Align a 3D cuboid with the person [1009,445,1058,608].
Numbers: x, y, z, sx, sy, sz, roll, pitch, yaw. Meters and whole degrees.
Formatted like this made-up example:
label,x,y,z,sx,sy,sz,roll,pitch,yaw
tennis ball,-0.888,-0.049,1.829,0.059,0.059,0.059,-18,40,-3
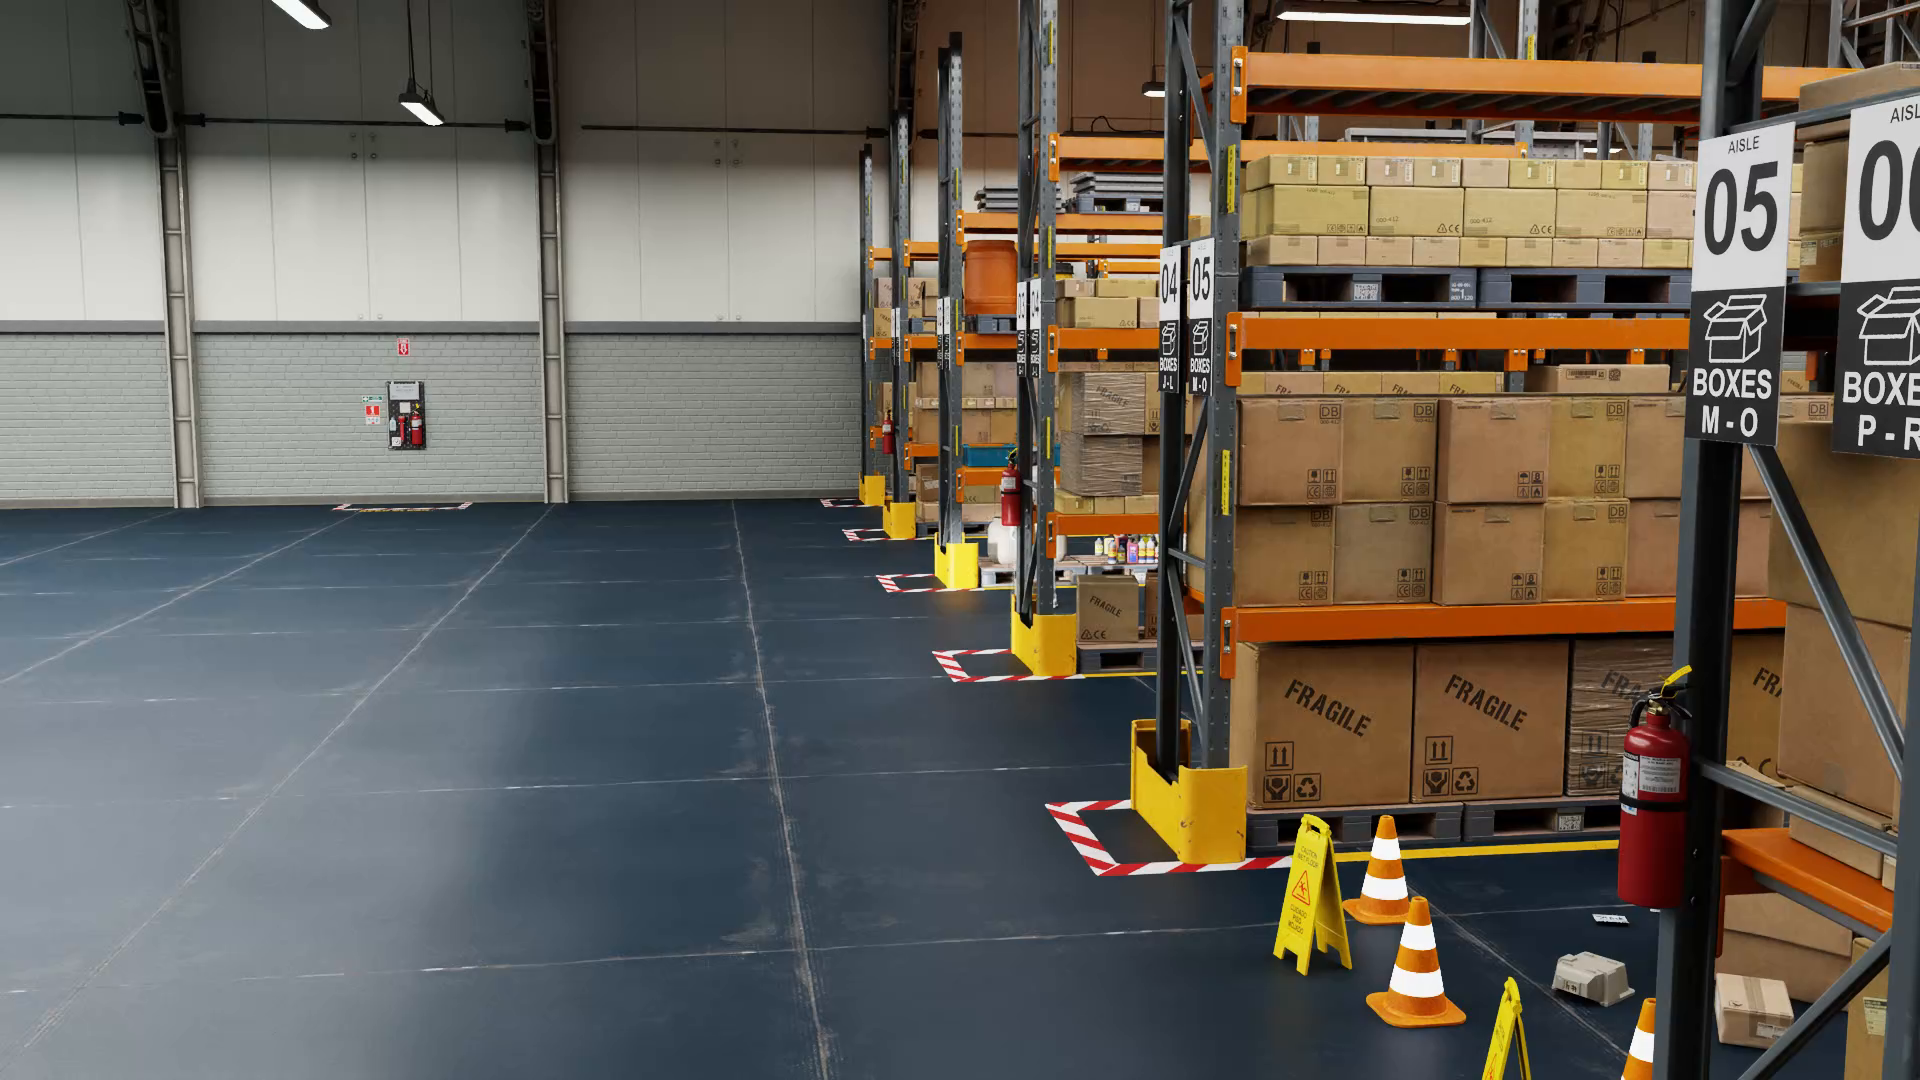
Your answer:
label,x,y,z,sx,sy,sz,roll,pitch,yaw
person,0.760,-0.128,16.930,0.539,1.663,0.376,-1,7,-10
